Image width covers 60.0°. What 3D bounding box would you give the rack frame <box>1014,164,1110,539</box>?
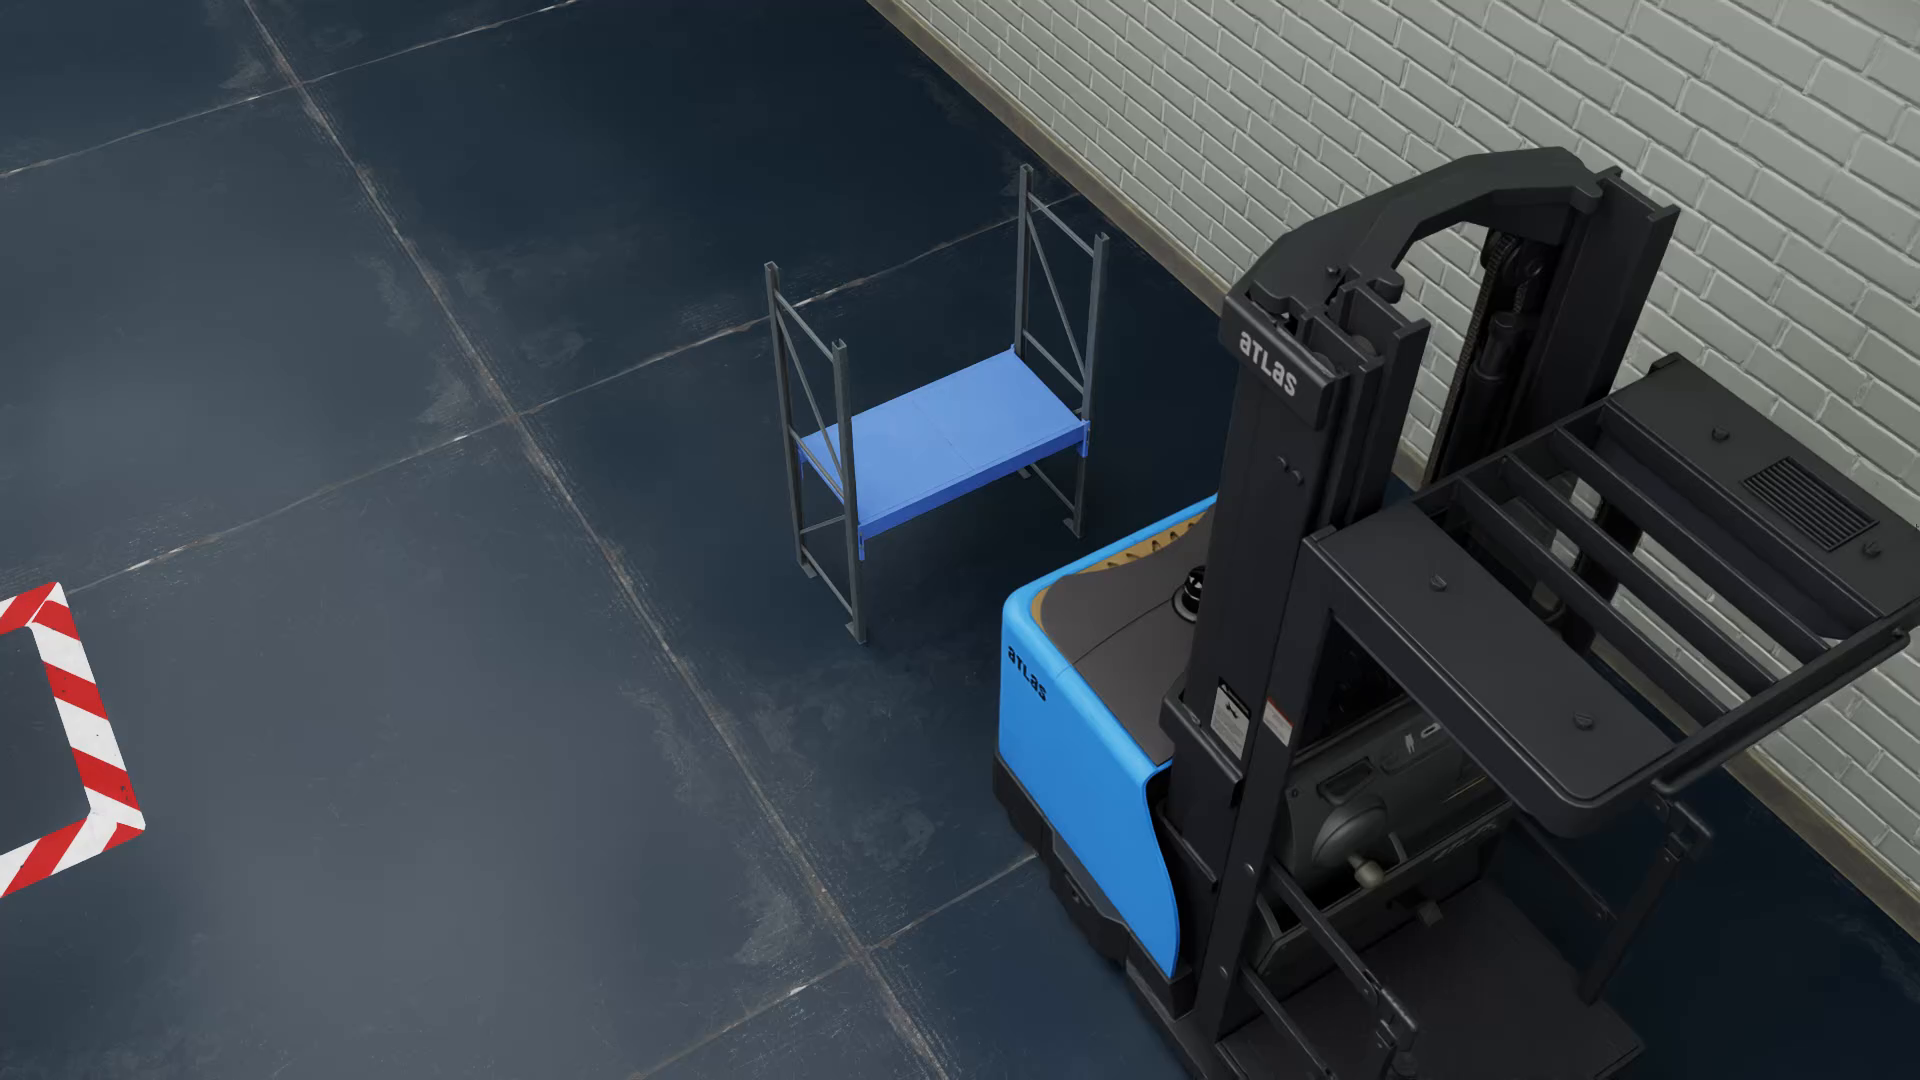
[{"bbox_3d":[0.358,-0.667,6.285,0.032,1.500,0.500,-25,53,-21],"label":"rack frame"}]

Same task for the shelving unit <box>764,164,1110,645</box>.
[{"bbox_3d":[-0.072,-0.465,6.105,1.048,1.500,0.538,-25,53,-21],"label":"shelving unit"}]

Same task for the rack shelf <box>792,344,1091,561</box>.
[{"bbox_3d":[-0.072,-0.345,6.239,1.000,0.185,0.538,-25,53,-21],"label":"rack shelf"}]

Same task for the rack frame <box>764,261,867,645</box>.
[{"bbox_3d":[-0.502,-0.262,5.925,0.032,1.500,0.500,-25,53,-21],"label":"rack frame"}]

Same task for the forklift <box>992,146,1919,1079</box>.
[{"bbox_3d":[1.315,0.663,4.142,1.130,2.935,3.031,-25,53,-20],"label":"forklift"}]
